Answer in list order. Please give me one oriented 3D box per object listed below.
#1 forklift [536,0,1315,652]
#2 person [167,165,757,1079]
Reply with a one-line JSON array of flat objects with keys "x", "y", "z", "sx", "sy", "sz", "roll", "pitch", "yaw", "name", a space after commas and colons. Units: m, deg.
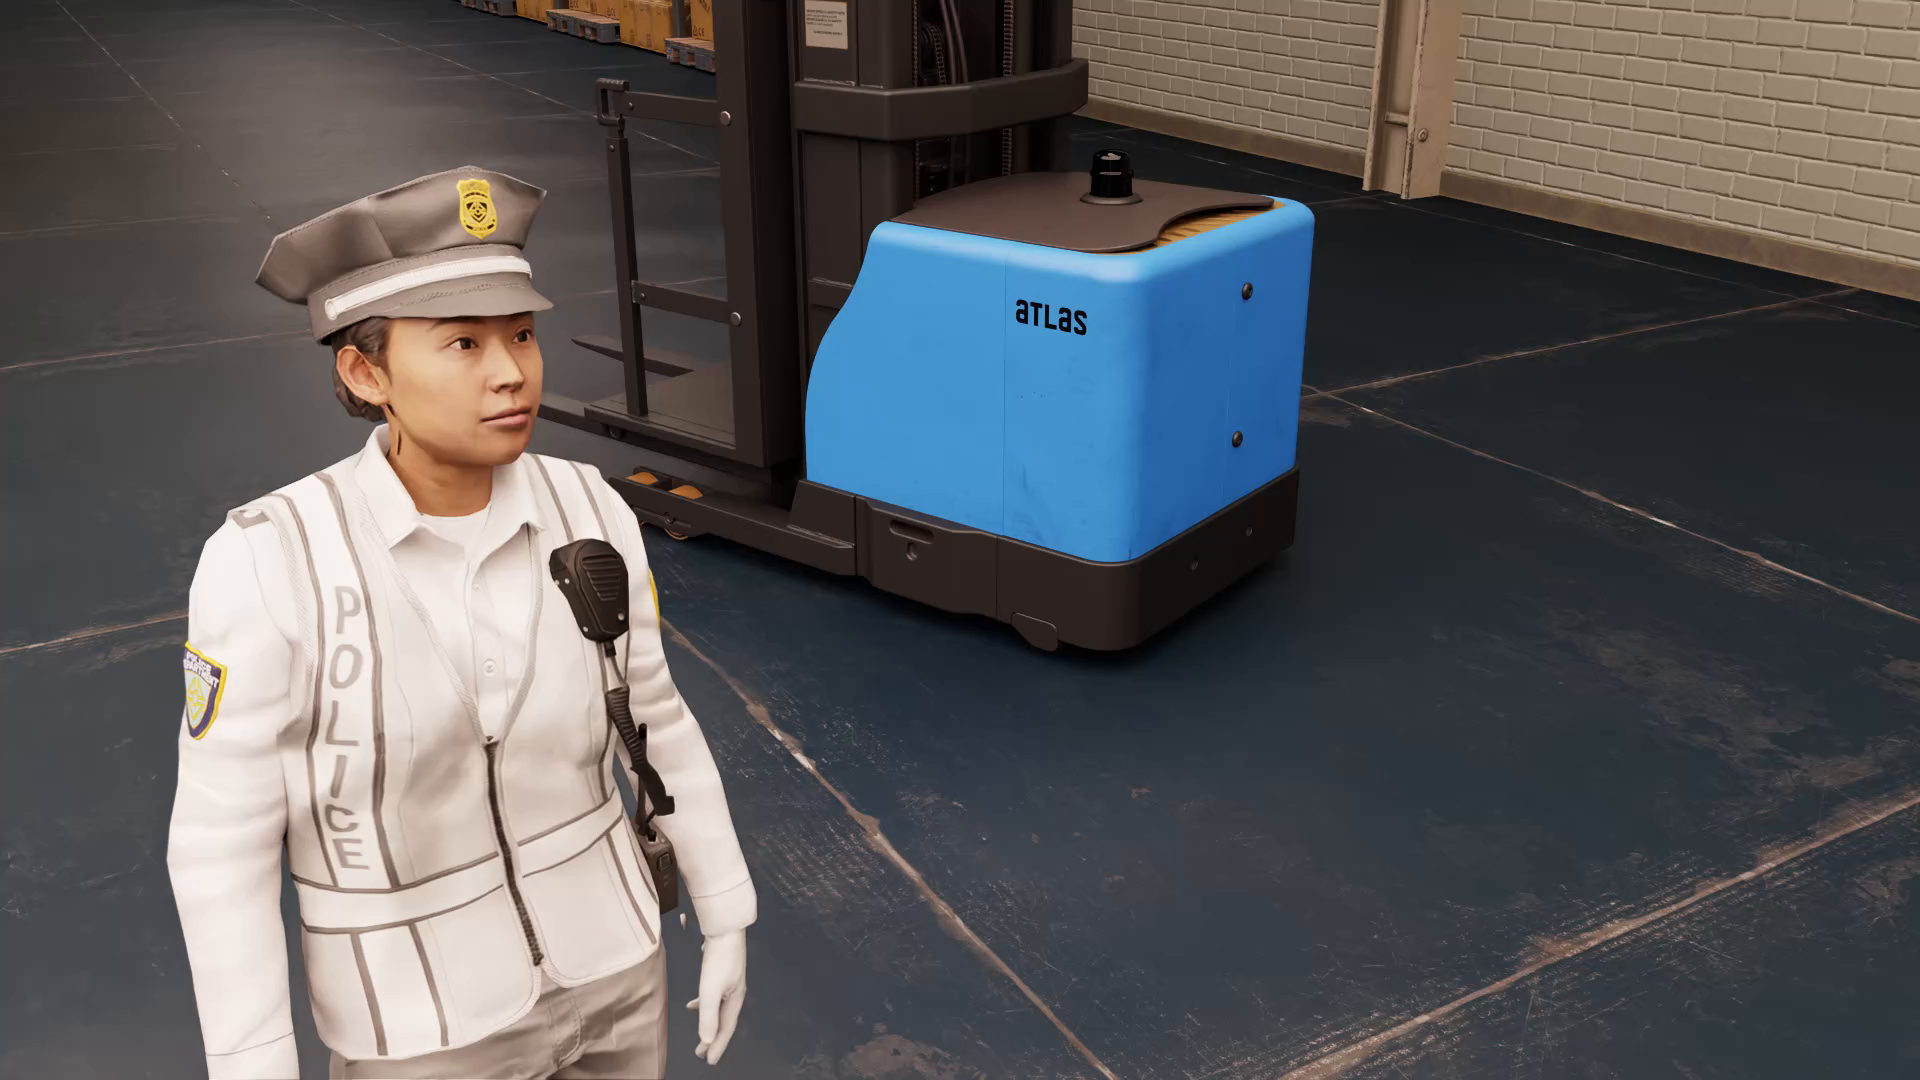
[{"x": -0.481, "y": -1.497, "z": 4.922, "sx": 3.031, "sy": 2.935, "sz": 1.130, "roll": 16, "pitch": 27, "yaw": 34, "name": "forklift"}, {"x": -0.437, "y": 0.495, "z": 1.677, "sx": 0.588, "sy": 1.696, "sz": 0.533, "roll": -18, "pitch": 28, "yaw": -36, "name": "person"}]
